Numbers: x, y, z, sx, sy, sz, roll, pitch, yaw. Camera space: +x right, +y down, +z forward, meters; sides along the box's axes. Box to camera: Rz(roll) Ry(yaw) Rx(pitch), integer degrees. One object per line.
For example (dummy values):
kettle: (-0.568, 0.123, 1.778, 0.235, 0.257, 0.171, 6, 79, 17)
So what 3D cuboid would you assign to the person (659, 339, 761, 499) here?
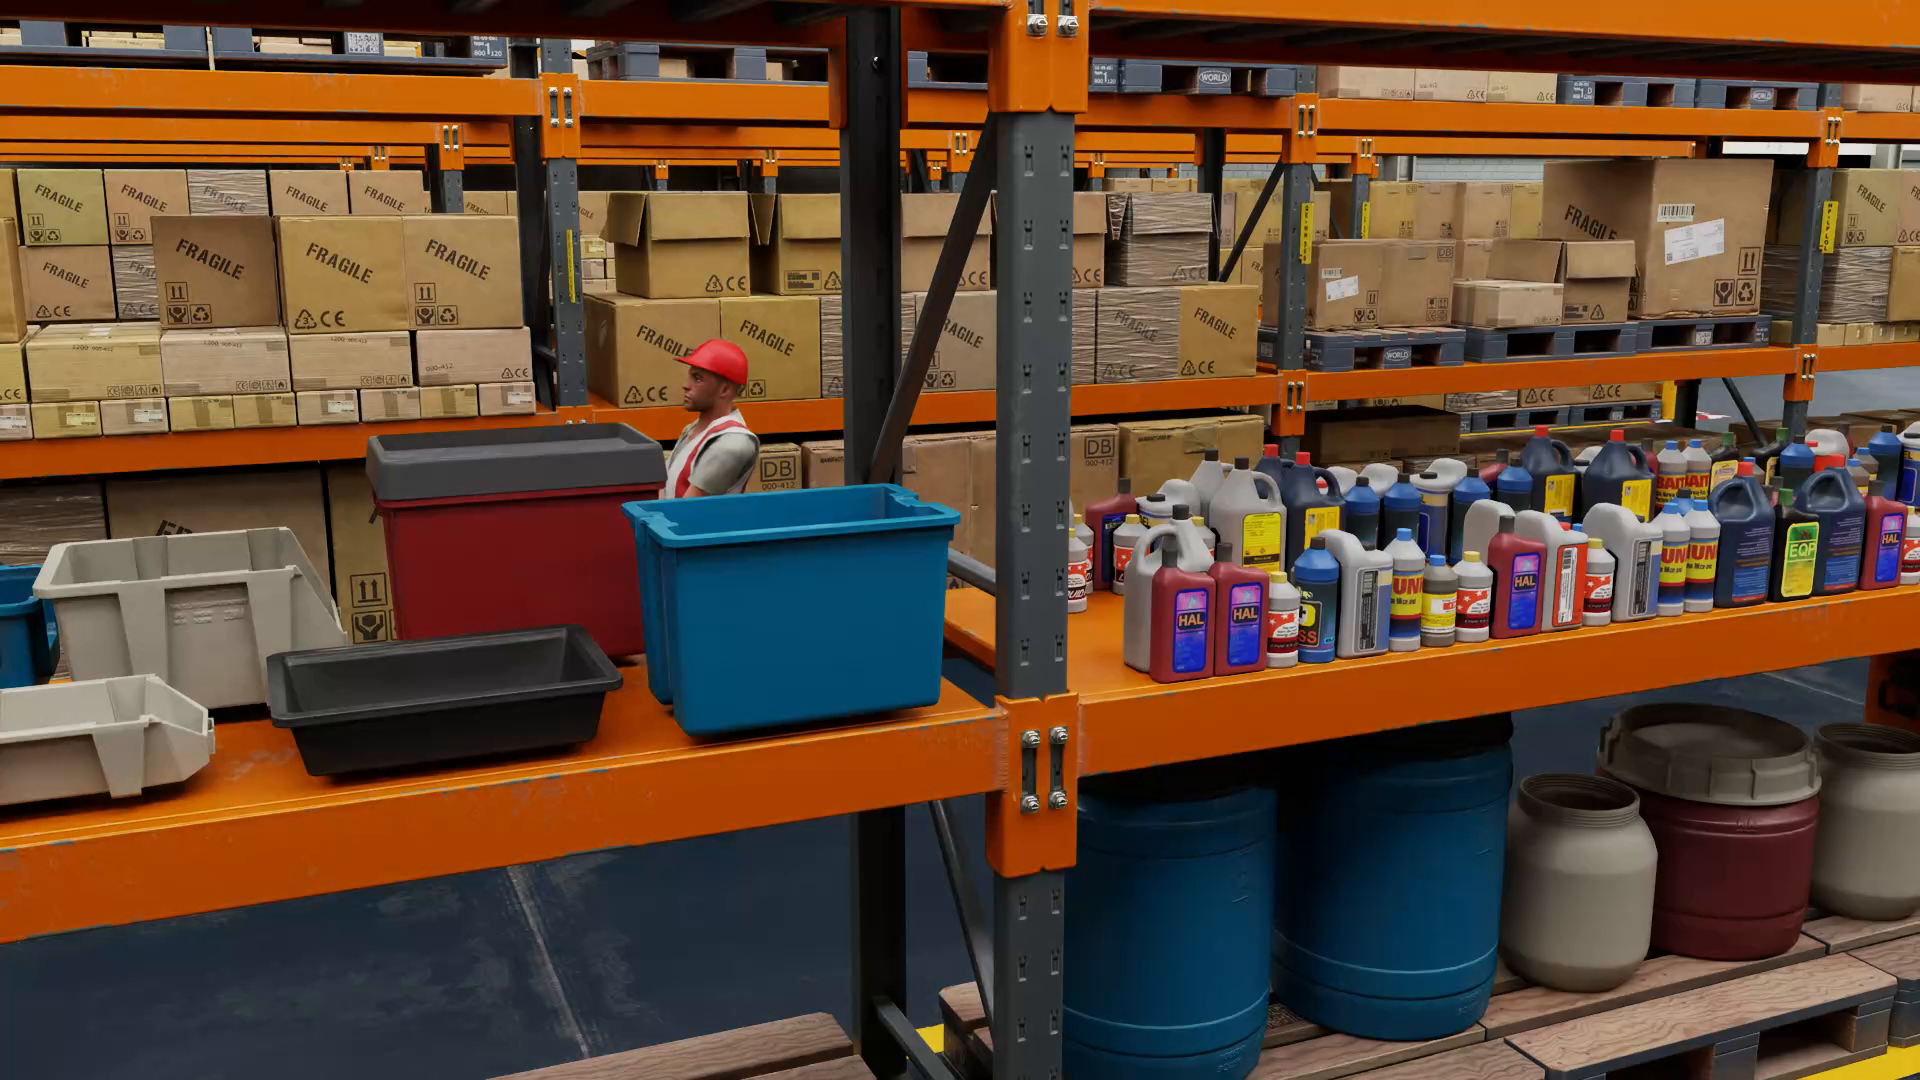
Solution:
person: (-1.049, 0.149, 6.210, 0.570, 1.782, 0.493, -5, 13, -22)
